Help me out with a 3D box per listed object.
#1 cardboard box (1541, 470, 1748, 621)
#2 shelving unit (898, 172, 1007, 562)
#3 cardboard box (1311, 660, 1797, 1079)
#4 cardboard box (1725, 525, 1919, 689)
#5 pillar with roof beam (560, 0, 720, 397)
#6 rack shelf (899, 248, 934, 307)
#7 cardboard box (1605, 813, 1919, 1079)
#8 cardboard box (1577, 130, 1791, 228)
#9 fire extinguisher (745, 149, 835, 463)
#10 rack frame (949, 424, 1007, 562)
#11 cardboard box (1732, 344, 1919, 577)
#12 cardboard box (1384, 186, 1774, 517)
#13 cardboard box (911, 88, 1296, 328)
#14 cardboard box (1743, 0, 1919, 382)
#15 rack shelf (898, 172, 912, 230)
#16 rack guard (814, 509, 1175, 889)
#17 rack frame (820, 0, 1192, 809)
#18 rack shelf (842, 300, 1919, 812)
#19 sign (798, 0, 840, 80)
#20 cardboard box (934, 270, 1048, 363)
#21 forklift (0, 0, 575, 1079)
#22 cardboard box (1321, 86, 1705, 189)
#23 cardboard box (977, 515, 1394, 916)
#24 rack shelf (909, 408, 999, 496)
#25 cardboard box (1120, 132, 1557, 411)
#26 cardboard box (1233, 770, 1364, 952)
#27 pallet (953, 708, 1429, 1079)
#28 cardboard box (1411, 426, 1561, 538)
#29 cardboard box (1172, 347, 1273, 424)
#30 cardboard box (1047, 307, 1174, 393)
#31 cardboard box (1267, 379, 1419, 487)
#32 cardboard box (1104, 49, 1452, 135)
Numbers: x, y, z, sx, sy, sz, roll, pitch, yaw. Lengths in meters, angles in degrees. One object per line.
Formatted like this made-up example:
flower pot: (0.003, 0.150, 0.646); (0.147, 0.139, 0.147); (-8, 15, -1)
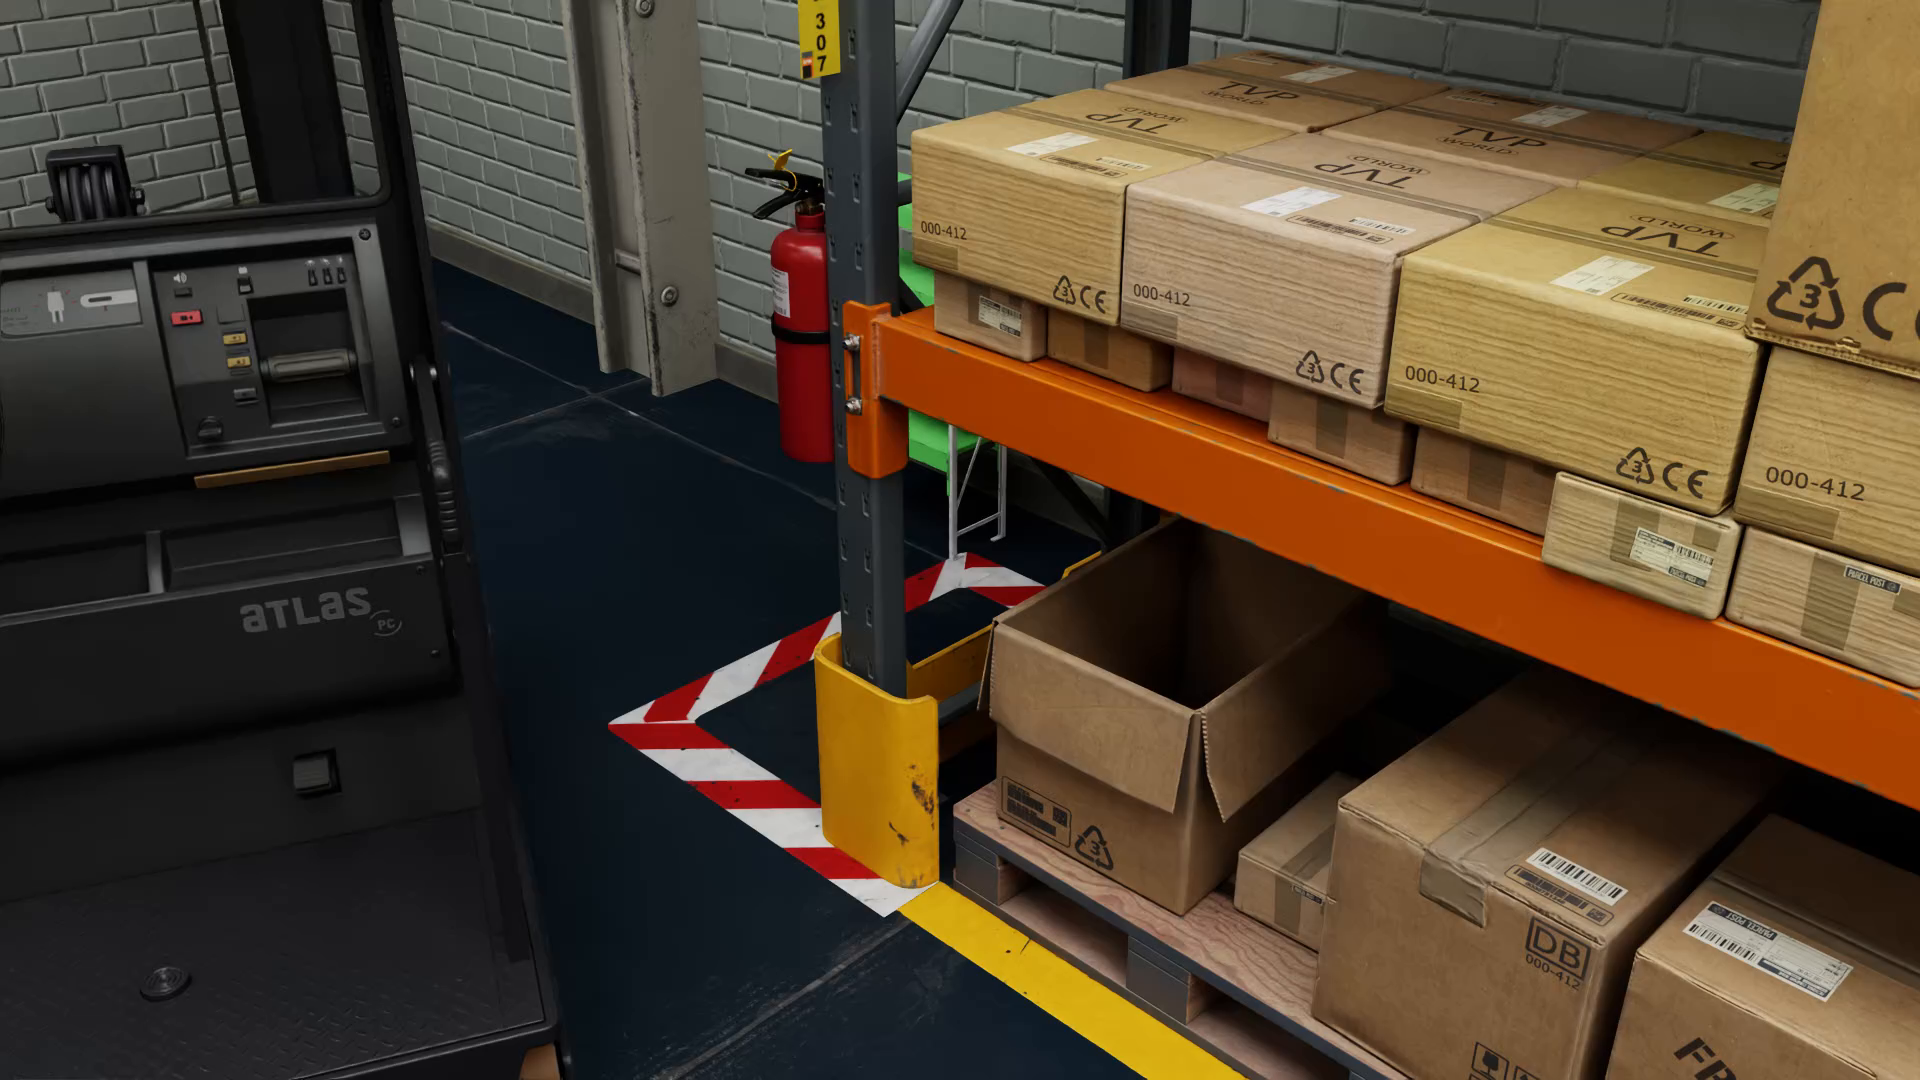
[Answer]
cardboard box: (1.051, -0.056, 2.403); (0.250, 0.149, 0.380); (23, 36, 37)
shelving unit: (-0.118, -0.585, 5.074); (0.503, 1.200, 0.258); (25, 36, 38)
cardboard box: (1.077, 0.641, 3.042); (0.700, 0.500, 0.500); (-24, 36, -37)
cardboard box: (1.253, 0.023, 2.253); (0.380, 0.149, 0.250); (-24, 36, -38)
pillar with roof beam: (-4.184, -3.208, 1.681); (0.400, 9.000, 9.100); (25, 36, 38)
rack shelf: (-0.118, -0.741, 4.992); (0.480, 0.148, 0.258); (25, 36, 38)
cardboard box: (1.384, 0.847, 2.651); (0.500, 0.500, 0.500); (-24, 36, -38)
cardboard box: (1.356, -0.474, 2.769); (0.500, 0.250, 0.500); (-24, 36, -38)
fire extinguisher: (-0.304, -0.498, 3.457); (0.183, 0.674, 0.296); (25, 36, 38)
rack frame: (0.056, -0.506, 4.922); (0.015, 1.200, 0.240); (25, 36, 38)
cardboard box: (1.363, -0.142, 2.138); (0.500, 0.250, 0.500); (23, 36, 37)
cardboard box: (0.983, -0.301, 2.442); (0.500, 0.250, 0.500); (24, 36, 37)
cardboard box: (0.260, -0.630, 3.067); (0.500, 0.250, 0.500); (25, 37, 39)
cardboard box: (1.330, -0.473, 1.962); (0.500, 0.500, 0.500); (-24, 36, -38)
rack shelf: (-0.118, -0.953, 4.880); (0.480, 0.148, 0.258); (25, 36, 38)
rack guard: (0.179, 0.329, 4.087); (0.348, 0.500, 1.175); (25, 36, 38)
rack frame: (0.125, -0.802, 3.553); (0.127, 3.000, 1.000); (25, 36, 38)
rack shelf: (1.551, 0.169, 2.479); (4.000, 0.370, 1.077); (25, 36, 38)
sign: (-0.255, -1.005, 3.009); (0.005, 0.325, 0.100); (25, 36, 38)
cardboard box: (0.167, -0.493, 3.234); (0.250, 0.149, 0.380); (24, 36, 38)
forklift: (-1.364, -0.263, 2.601); (1.130, 2.935, 3.031); (-9, 29, -17)
cardboard box: (1.006, -0.637, 3.080); (0.500, 0.250, 0.500); (25, 36, 39)
cardboard box: (0.495, 0.348, 3.597); (0.637, 0.503, 0.797); (23, 35, 37)
rack shelf: (-0.118, -0.316, 5.215); (0.480, 0.148, 0.258); (25, 36, 38)
cardboard box: (0.620, -0.466, 2.754); (0.500, 0.250, 0.500); (-25, 37, -39)
cardboard box: (0.771, 0.656, 3.391); (0.250, 0.149, 0.380); (23, 35, 37)
pallet: (0.749, 0.717, 3.660); (1.213, 0.211, 1.003); (25, 36, 38)
cardboard box: (0.924, -0.163, 2.607); (0.380, 0.149, 0.250); (-25, 36, -38)
cardboard box: (0.593, -0.351, 2.964); (0.250, 0.149, 0.380); (24, 36, 38)
cardboard box: (0.381, -0.425, 3.105); (0.380, 0.149, 0.250); (-24, 36, -38)
cardboard box: (0.730, -0.248, 2.769); (0.380, 0.149, 0.250); (-24, 36, -38)
cardboard box: (0.639, -0.805, 3.400); (0.500, 0.250, 0.500); (-24, 36, -38)
